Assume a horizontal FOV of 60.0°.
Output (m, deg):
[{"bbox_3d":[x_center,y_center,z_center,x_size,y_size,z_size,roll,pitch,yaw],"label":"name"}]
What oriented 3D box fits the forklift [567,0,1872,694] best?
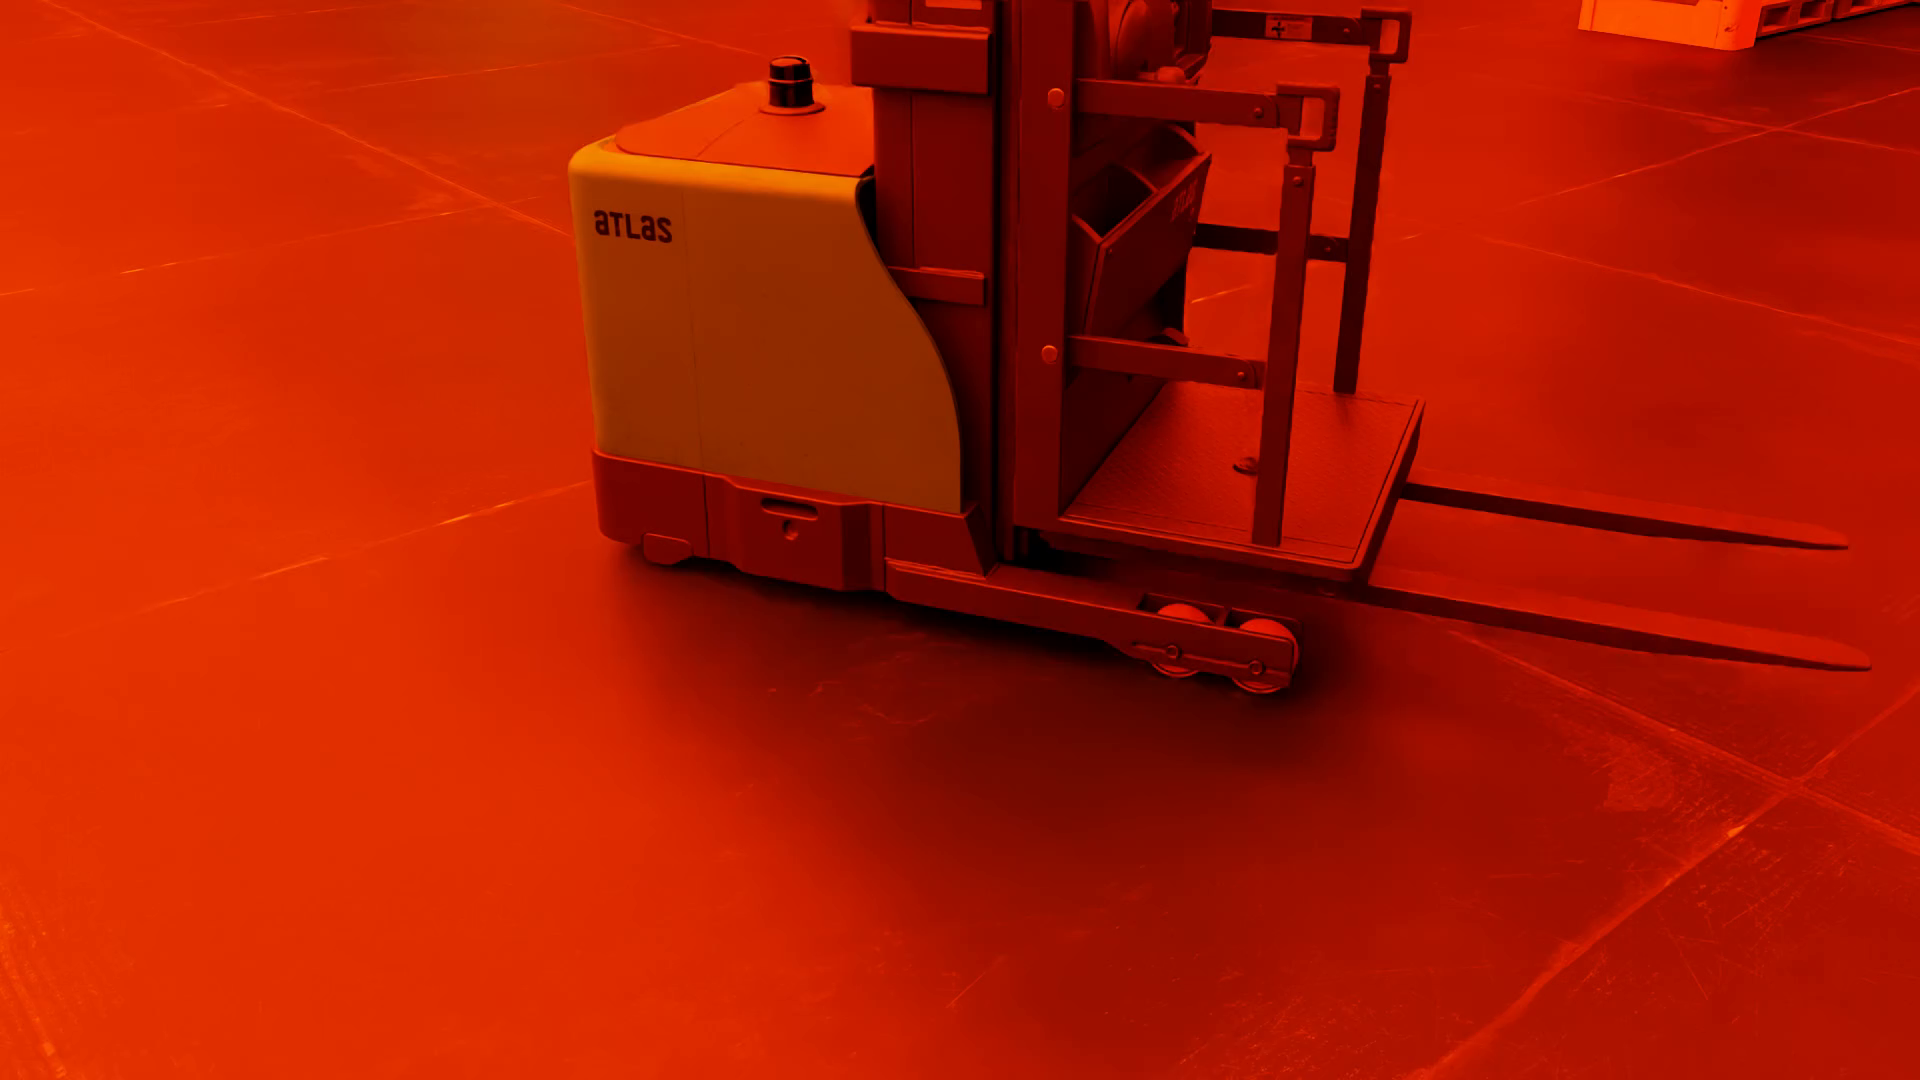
[{"bbox_3d":[0.611,-1.231,3.684,3.031,2.935,1.130,10,28,19],"label":"forklift"}]
